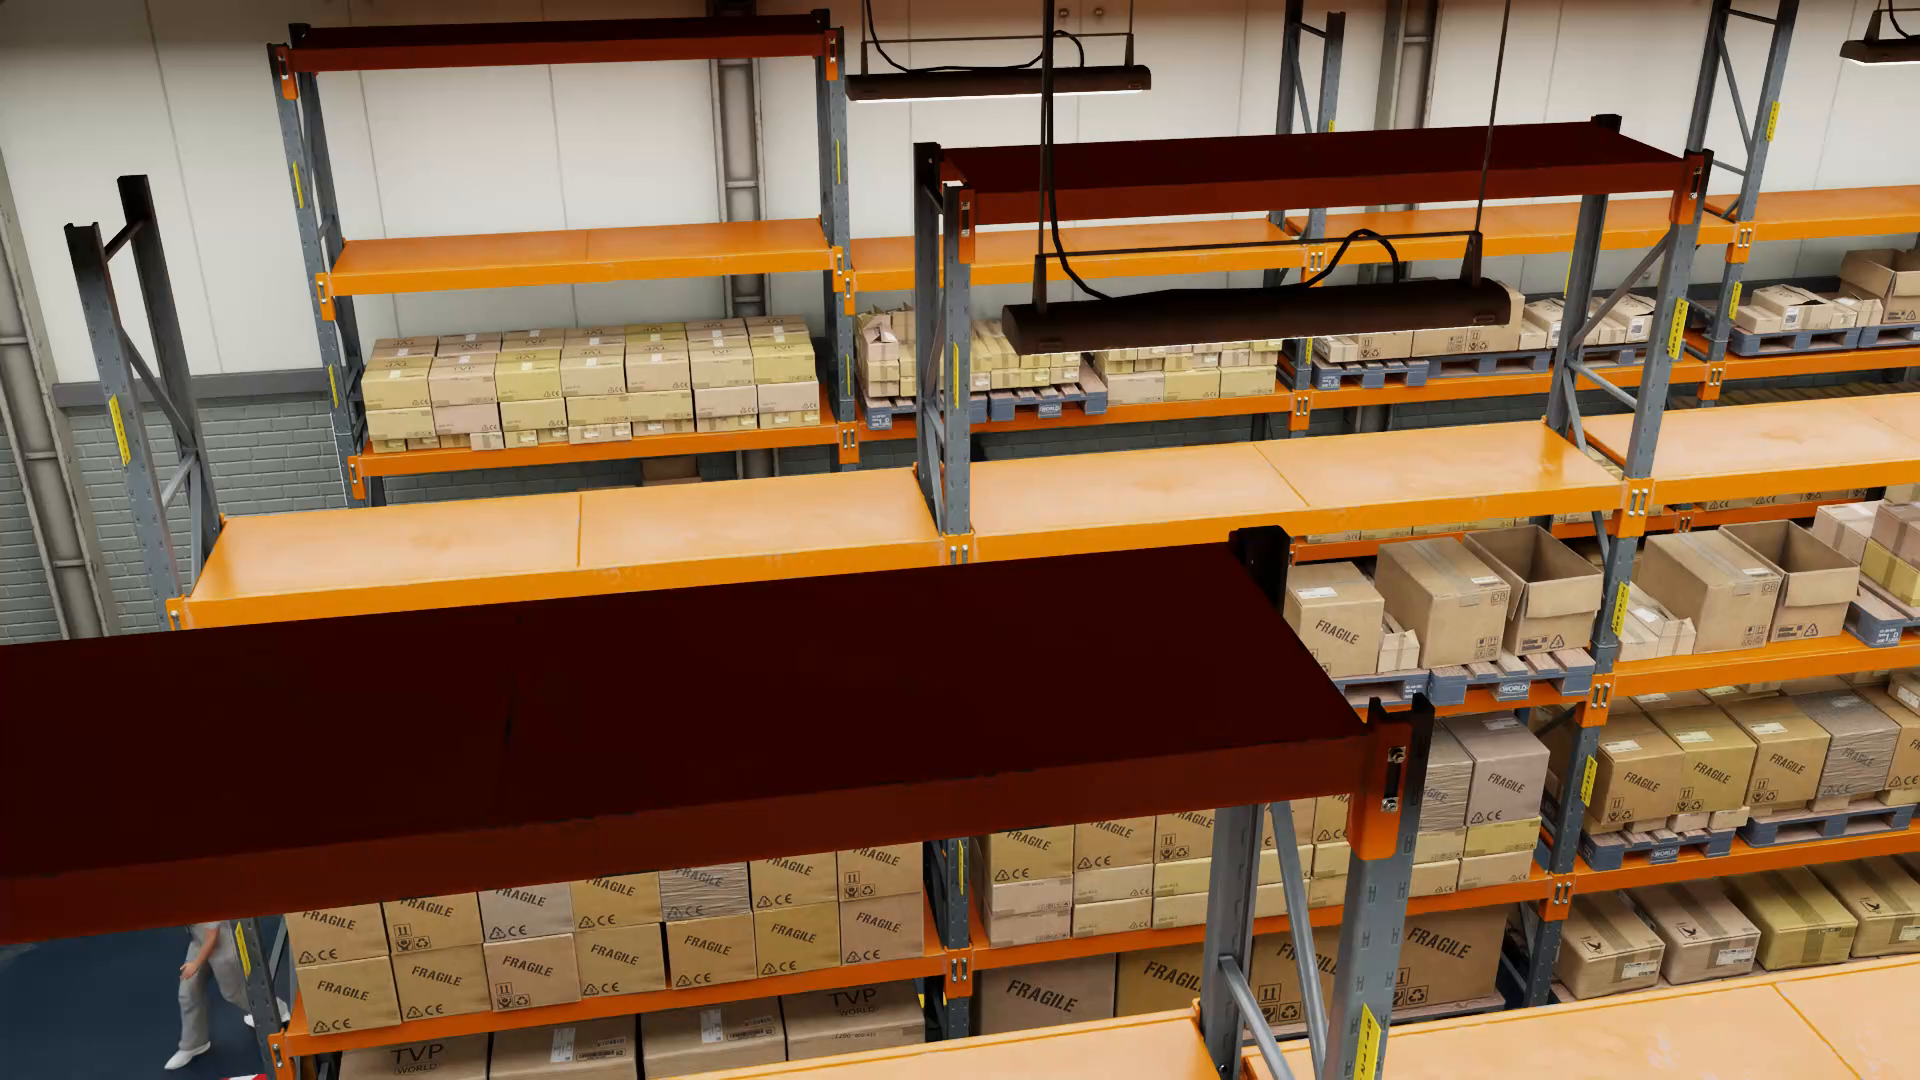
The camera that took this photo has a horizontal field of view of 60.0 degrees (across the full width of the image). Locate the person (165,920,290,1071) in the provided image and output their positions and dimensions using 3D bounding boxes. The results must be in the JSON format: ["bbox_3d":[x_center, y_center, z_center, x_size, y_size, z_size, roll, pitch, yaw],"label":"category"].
[{"bbox_3d":[-4.904,2.692,10.866,0.476,1.670,0.784,19,32,34],"label":"person"}]
